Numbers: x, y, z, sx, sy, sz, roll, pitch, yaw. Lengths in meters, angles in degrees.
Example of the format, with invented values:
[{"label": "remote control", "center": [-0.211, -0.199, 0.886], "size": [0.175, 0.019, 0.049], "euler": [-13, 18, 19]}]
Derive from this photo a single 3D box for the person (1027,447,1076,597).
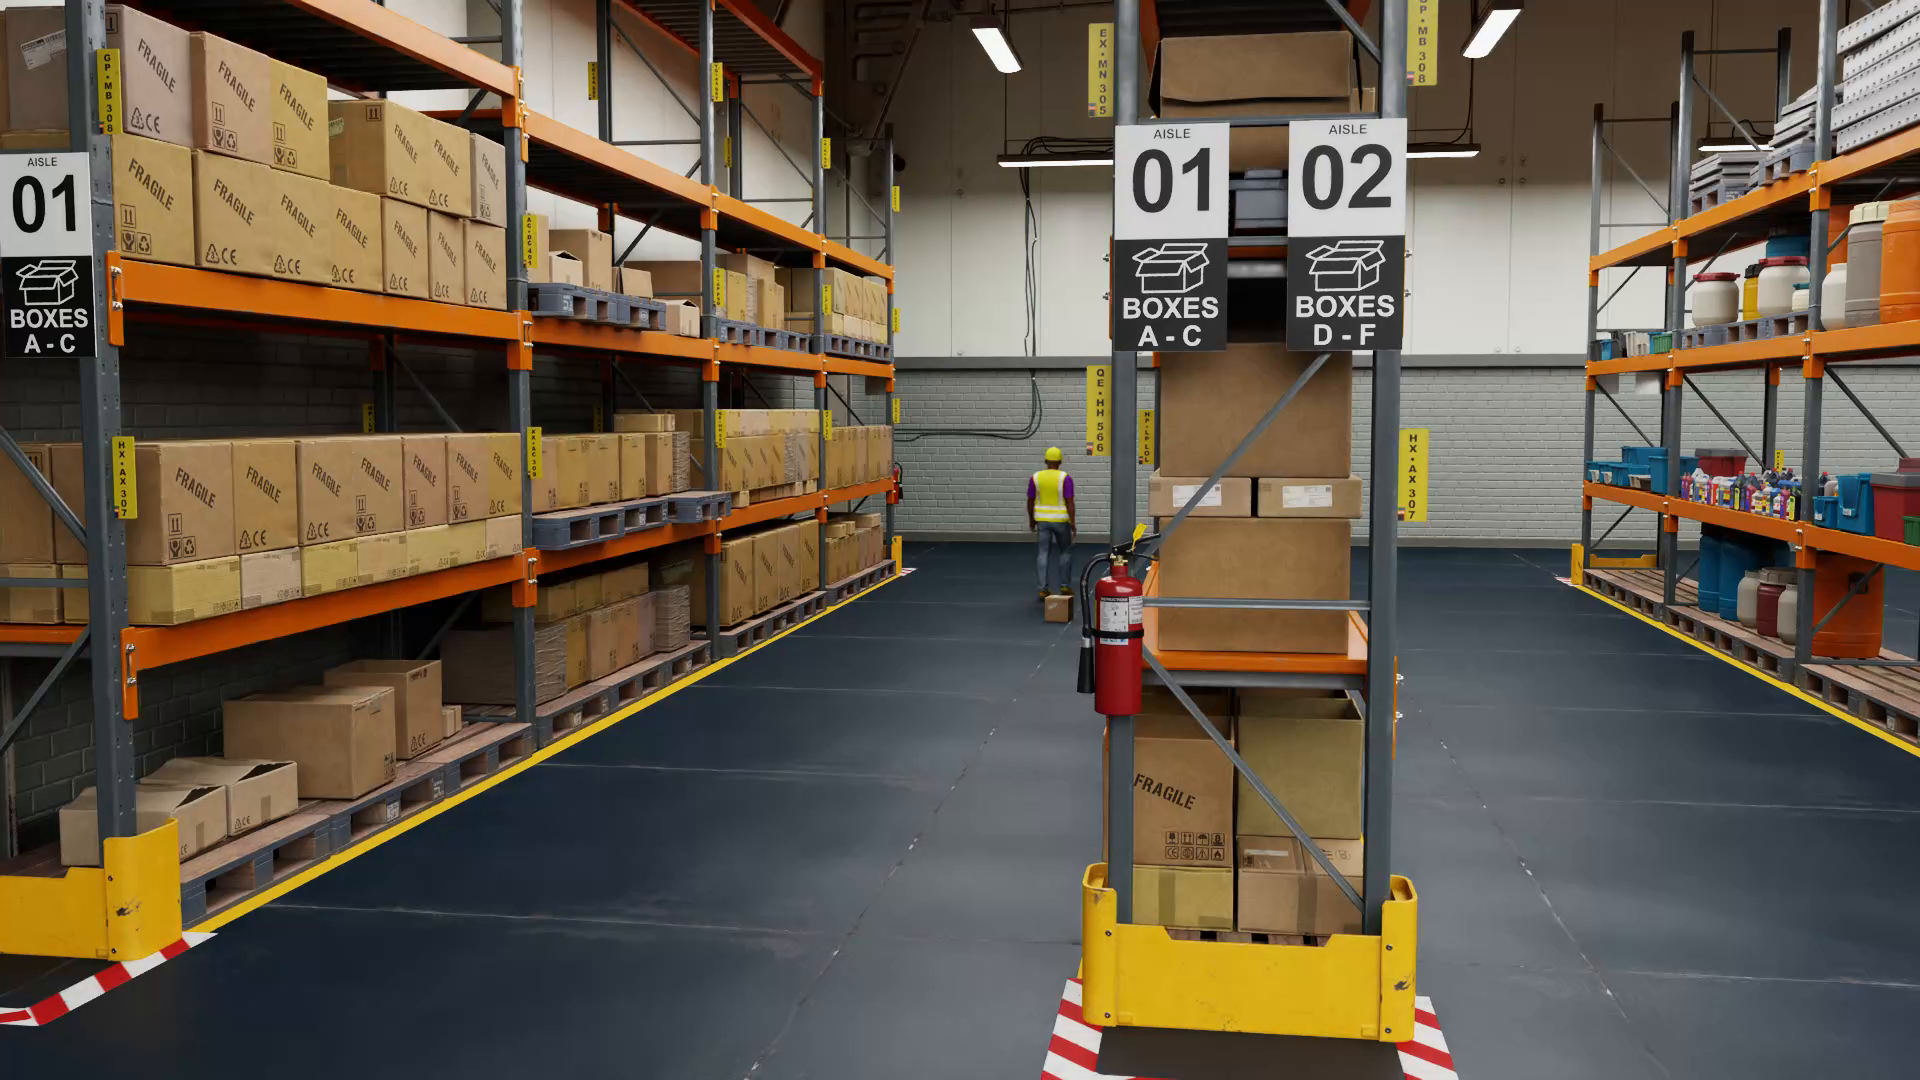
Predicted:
[{"label": "person", "center": [1.102, -0.196, 19.578], "size": [0.624, 1.799, 0.762], "euler": [1, 5, 16]}]
